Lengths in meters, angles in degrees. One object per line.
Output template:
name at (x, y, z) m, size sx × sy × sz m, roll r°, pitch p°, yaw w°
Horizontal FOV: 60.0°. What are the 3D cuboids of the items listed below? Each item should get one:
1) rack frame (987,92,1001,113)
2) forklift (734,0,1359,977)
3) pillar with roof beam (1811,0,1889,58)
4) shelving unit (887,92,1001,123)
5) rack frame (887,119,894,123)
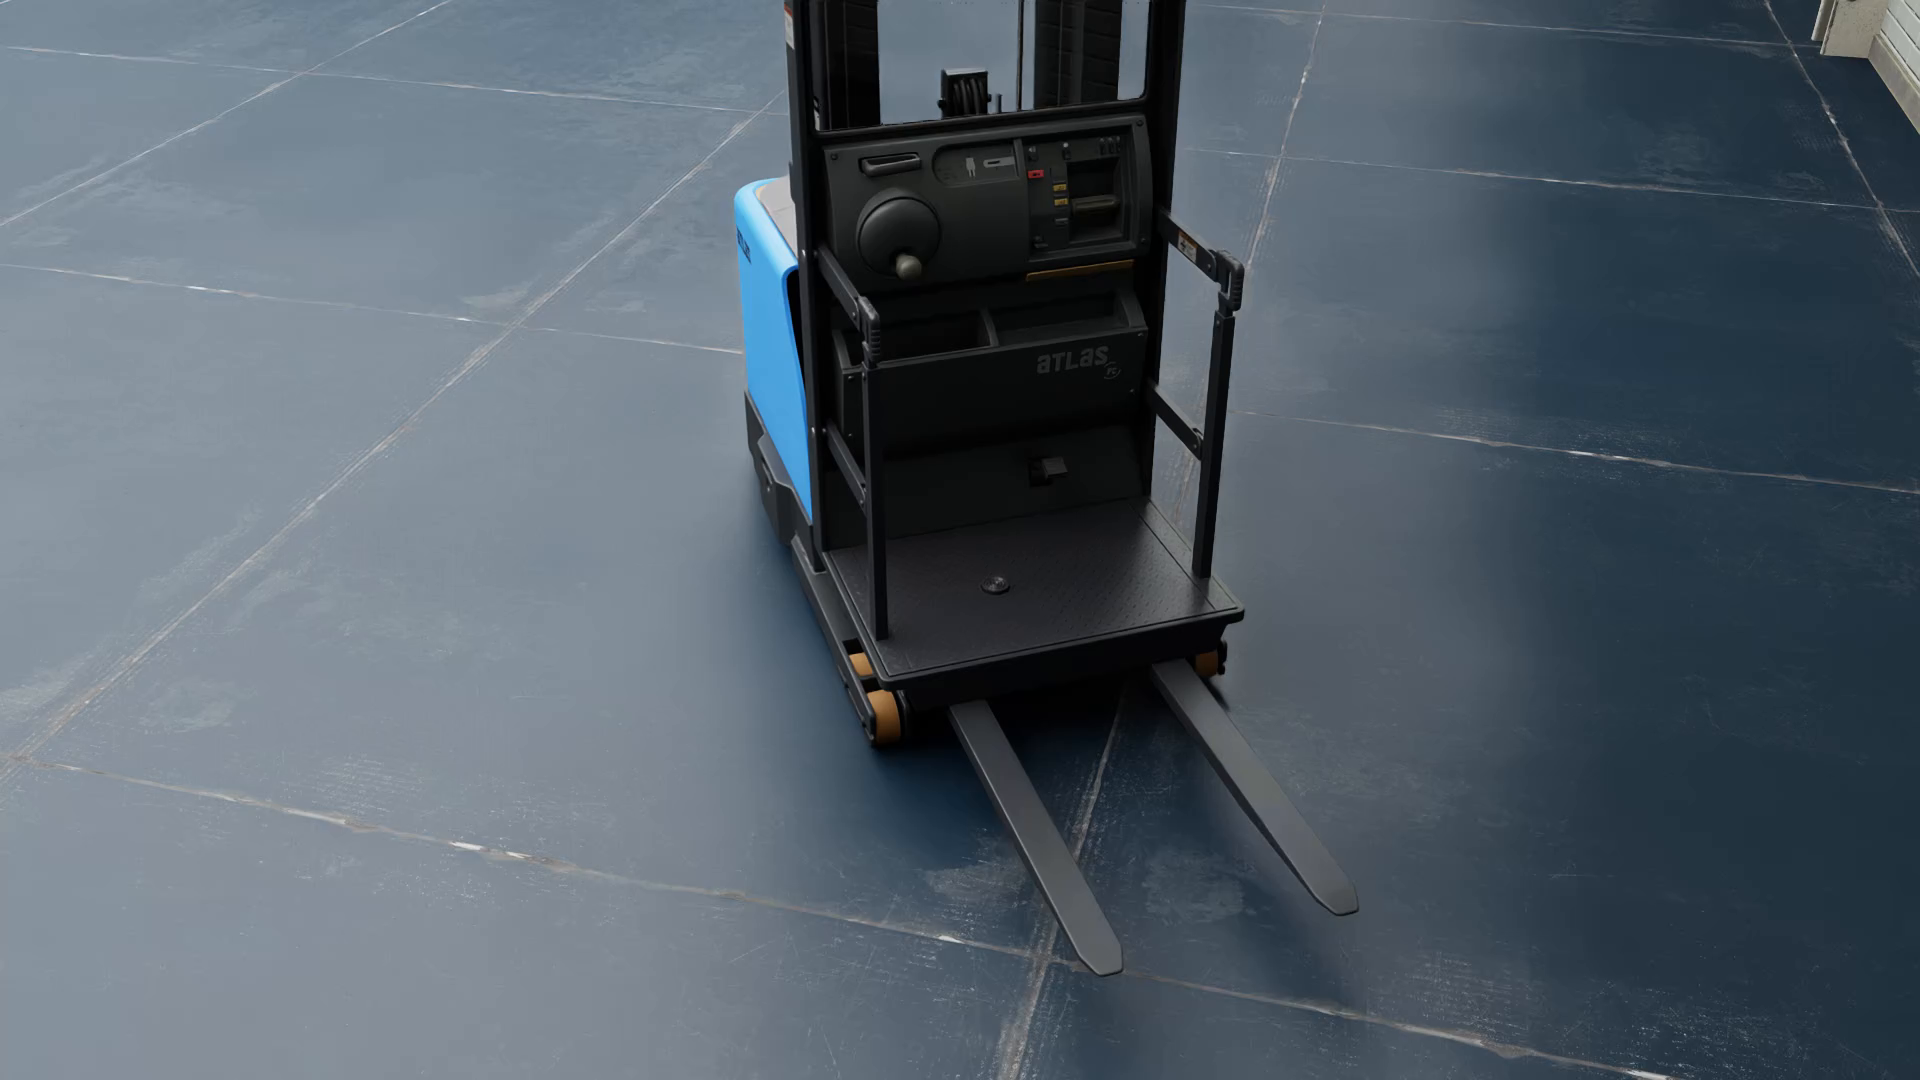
rack frame at (0.070, -1.173, 6.477) m, size 0.015 × 1.200 × 0.240 m, roll -23°, pitch 39°, yaw -32°
forklift at (0.160, -0.885, 4.410) m, size 1.130 × 2.935 × 3.031 m, roll -10°, pitch 34°, yaw -15°
pillar with roof beam at (1.542, -7.567, 9.265) m, size 9.100 × 9.000 × 0.400 m, roll 8°, pitch 33°, yaw 12°
shelving unit at (-0.121, -1.092, 6.348) m, size 0.503 × 1.200 × 0.258 m, roll -23°, pitch 39°, yaw -32°
rack frame at (-0.312, -1.010, 6.220) m, size 0.015 × 1.200 × 0.240 m, roll -23°, pitch 39°, yaw -32°
